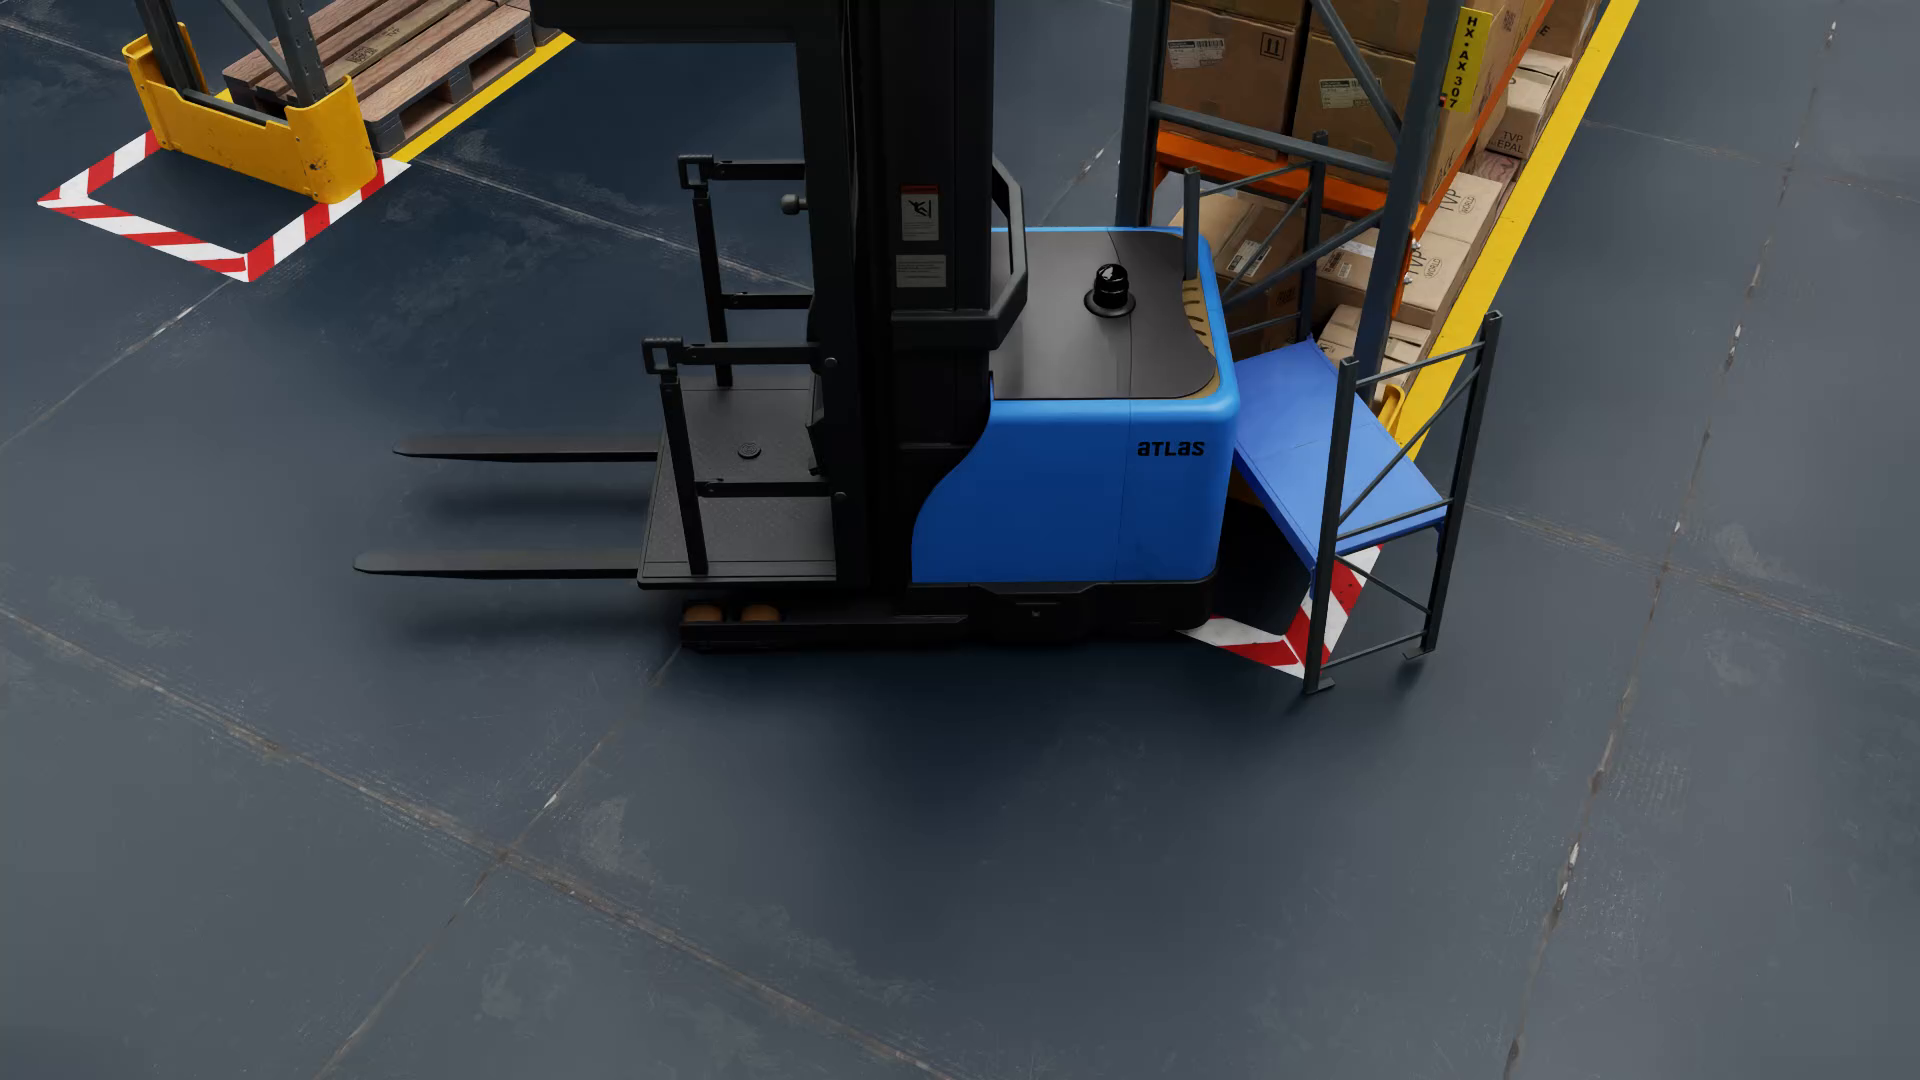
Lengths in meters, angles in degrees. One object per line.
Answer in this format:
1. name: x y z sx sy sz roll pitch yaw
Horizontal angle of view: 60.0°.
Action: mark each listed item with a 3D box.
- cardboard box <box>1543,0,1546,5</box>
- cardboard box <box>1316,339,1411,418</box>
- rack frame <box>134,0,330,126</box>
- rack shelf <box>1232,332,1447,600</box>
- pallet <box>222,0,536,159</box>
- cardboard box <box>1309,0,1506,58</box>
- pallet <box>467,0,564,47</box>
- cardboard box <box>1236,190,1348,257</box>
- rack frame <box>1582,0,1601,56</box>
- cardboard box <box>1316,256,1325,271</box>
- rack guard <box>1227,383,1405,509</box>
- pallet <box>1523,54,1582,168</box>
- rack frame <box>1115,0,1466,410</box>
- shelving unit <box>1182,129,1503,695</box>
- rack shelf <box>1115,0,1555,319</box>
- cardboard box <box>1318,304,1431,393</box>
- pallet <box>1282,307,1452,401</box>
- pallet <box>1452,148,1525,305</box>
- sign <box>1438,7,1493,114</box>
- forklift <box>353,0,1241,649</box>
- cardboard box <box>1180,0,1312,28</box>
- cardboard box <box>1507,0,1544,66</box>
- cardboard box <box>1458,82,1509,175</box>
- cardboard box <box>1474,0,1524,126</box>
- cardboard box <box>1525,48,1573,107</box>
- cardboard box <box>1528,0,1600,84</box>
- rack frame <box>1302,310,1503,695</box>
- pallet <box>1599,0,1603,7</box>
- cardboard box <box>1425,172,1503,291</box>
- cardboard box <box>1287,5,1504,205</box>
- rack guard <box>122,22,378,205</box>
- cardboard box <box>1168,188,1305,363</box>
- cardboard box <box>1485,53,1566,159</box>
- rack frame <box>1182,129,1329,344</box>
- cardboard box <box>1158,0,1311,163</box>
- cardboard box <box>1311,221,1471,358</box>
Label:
1. cardboard box: 2.158 -2.480 6.521 0.500 0.500 0.500 21 49 20
2. cardboard box: 1.514 -0.599 6.428 0.380 0.149 0.250 20 49 19
3. rack frame: -3.371 -2.933 7.040 1.000 3.000 0.127 20 49 19
4. rack shelf: 1.203 -0.279 5.694 0.538 0.185 1.000 -18 48 -10
5. pallet: -2.953 -2.460 8.533 1.003 0.211 1.213 20 49 19
6. cardboard box: 1.455 -1.875 5.221 0.500 0.500 0.500 22 49 20
7. pallet: -2.386 -3.226 9.290 1.003 0.211 1.213 20 49 19
8. cardboard box: 1.517 -1.496 7.244 0.500 0.250 0.500 20 49 19
9. rack frame: 2.872 -3.816 7.912 1.000 3.000 0.127 20 49 19
10. cardboard box: 1.317 -1.104 6.915 0.380 0.166 0.250 20 49 19
11. rack guard: 1.050 -0.465 6.358 1.175 0.500 0.348 20 49 19
12. pallet: 2.552 -2.403 8.477 1.003 0.211 1.213 20 49 19
13. rack frame: 1.015 -1.296 5.422 1.000 3.000 0.127 20 49 19
14. shelving unit: 1.189 -0.401 5.563 0.538 1.500 1.048 -18 48 -10
15. rack shelf: 1.943 -2.303 6.923 1.077 0.370 4.000 20 49 19
16. cardboard box: 1.630 -0.762 6.577 0.380 0.166 0.250 20 49 19
17. pallet: 1.420 -0.866 6.957 1.003 0.211 1.213 20 49 19
18. pallet: 1.987 -1.631 7.714 1.003 0.211 1.213 20 49 19
19. sign: 1.496 -1.421 4.937 0.100 0.325 0.005 20 49 19
20. forklift: -0.623 -1.025 5.202 3.031 2.935 1.130 -1 45 0
21. cardboard box: 0.978 -2.053 5.397 0.500 0.500 0.500 20 49 19
22. cardboard box: 1.925 -2.165 6.211 0.500 0.500 0.500 20 49 19
23. cardboard box: 2.004 -1.907 7.472 0.797 0.503 0.637 20 49 19
24. cardboard box: 1.689 -1.850 5.899 0.500 0.500 0.500 20 49 19
25. cardboard box: 2.738 -2.259 8.069 0.380 0.149 0.250 20 49 19
26. cardboard box: 2.859 -2.639 8.197 0.500 0.500 0.500 20 49 19
27. rack frame: 1.361 -0.061 5.227 0.500 1.500 0.032 -18 48 -10
28. pallet: 3.216 -3.360 9.423 1.003 0.211 1.213 20 49 19
29. cardboard box: 1.983 -1.363 7.112 0.500 0.250 0.500 20 49 19
30. cardboard box: 1.455 -1.523 5.576 0.500 0.500 0.500 21 49 20
31. rack guard: -3.370 -2.035 7.910 1.175 0.500 0.348 20 49 19
32. cardboard box: 1.049 -0.996 6.573 0.500 0.500 0.500 20 49 19
33. cardboard box: 2.510 -2.100 7.798 0.500 0.311 0.500 20 49 19
34. rack frame: 1.016 -0.741 5.899 0.500 1.500 0.032 -18 48 -10
35. cardboard box: 0.982 -1.703 5.754 0.500 0.500 0.500 22 49 20
36. cardboard box: 1.751 -1.048 6.800 0.500 0.250 0.500 20 49 19
